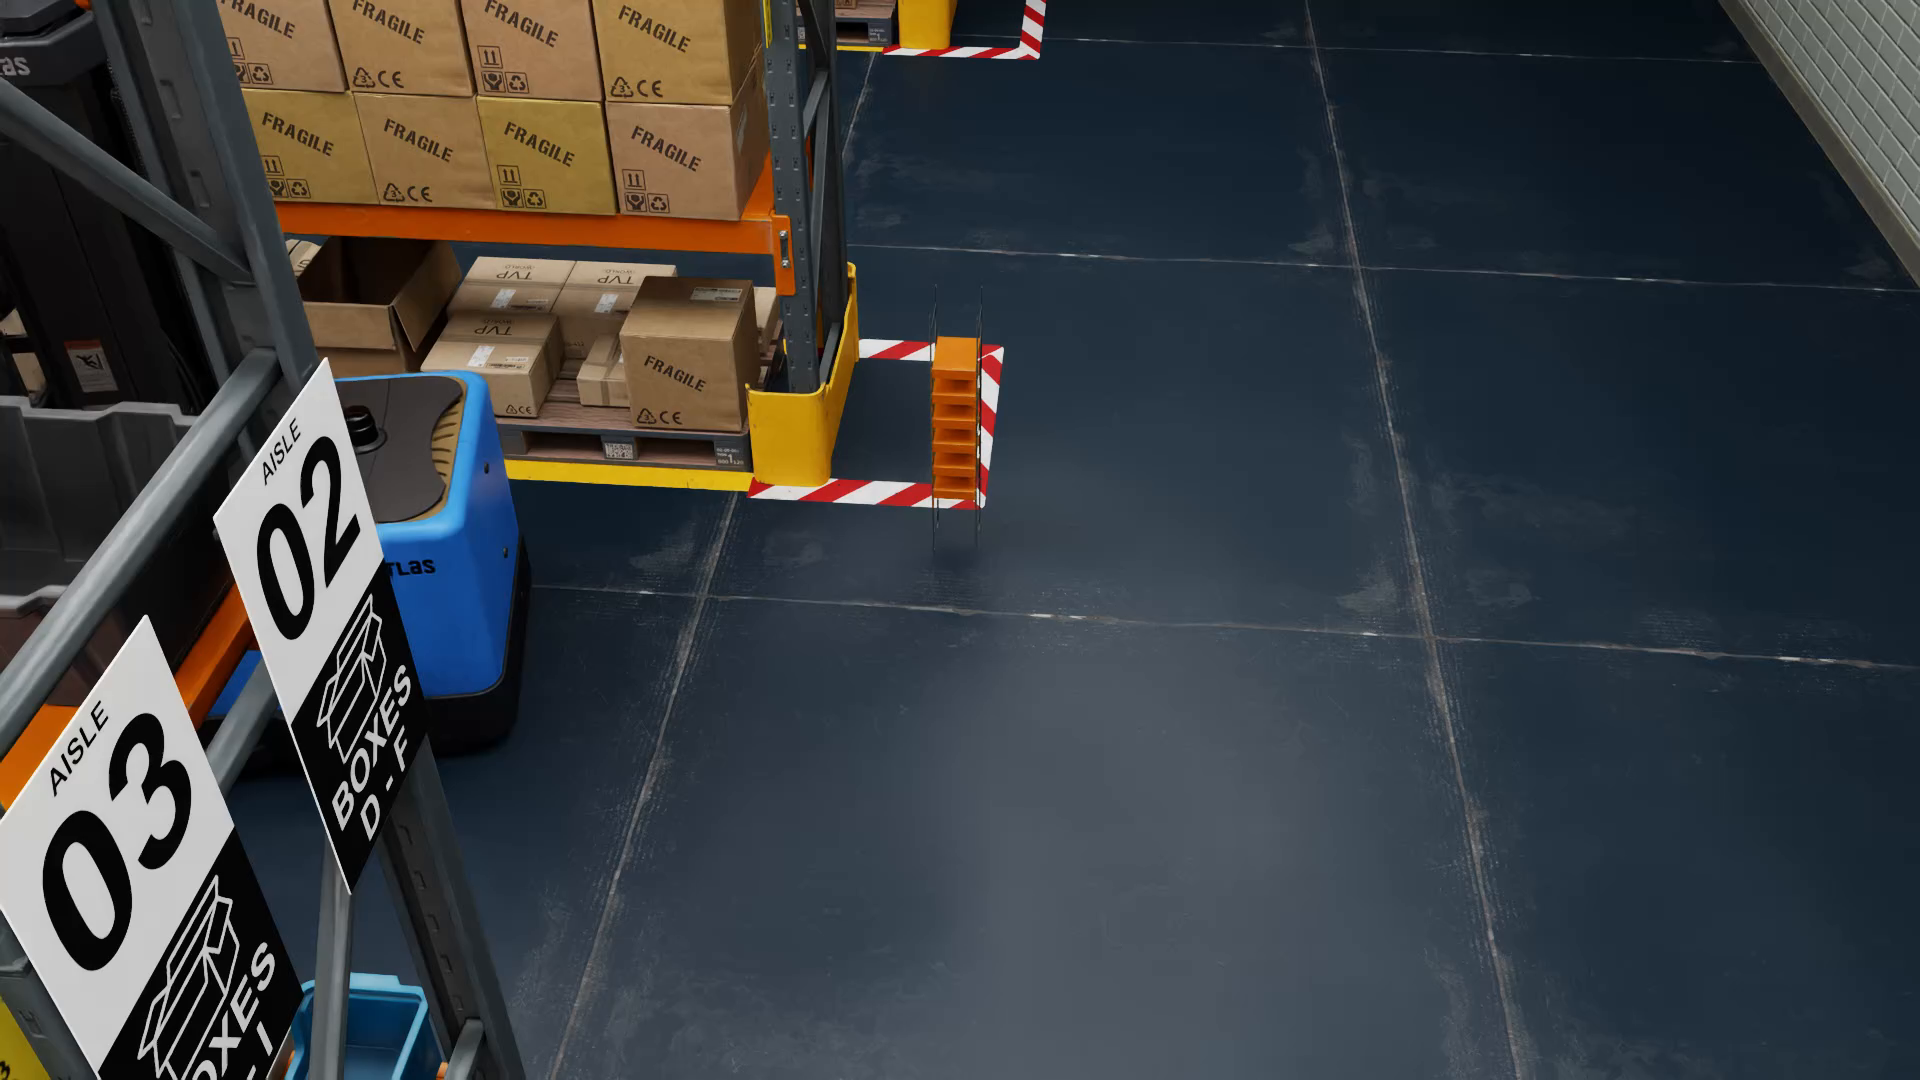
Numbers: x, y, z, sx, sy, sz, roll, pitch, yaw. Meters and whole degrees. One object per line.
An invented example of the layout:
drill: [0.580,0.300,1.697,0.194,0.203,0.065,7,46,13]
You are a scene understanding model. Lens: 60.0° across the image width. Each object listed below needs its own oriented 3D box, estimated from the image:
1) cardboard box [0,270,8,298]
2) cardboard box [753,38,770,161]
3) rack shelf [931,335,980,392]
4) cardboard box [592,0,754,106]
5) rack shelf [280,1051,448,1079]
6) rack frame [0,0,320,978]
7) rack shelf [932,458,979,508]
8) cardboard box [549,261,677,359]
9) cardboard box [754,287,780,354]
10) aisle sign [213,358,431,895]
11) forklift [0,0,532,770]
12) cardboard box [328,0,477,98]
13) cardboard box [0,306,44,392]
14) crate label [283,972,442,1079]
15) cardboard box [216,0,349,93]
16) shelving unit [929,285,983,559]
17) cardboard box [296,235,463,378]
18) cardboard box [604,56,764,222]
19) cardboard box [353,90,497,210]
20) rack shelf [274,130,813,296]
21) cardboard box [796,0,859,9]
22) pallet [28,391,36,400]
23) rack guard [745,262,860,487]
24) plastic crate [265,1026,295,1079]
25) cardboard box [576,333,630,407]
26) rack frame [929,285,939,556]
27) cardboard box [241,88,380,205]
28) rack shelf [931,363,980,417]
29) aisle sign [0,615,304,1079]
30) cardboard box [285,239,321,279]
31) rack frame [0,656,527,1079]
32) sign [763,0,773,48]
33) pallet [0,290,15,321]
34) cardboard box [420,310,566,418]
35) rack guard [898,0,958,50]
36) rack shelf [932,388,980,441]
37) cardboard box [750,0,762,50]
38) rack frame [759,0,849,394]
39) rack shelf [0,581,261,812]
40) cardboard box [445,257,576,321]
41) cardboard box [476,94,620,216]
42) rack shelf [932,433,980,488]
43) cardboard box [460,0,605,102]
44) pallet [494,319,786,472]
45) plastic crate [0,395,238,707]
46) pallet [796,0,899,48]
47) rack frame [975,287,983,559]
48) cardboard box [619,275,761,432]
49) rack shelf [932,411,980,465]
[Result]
cardboard box: [-5.094,-1.371,8.190,0.500,0.500,0.500,1,39,2]
cardboard box: [-1.068,-2.001,7.253,0.500,0.500,0.500,4,39,5]
rack shelf: [-0.014,-0.711,6.673,0.180,0.103,0.258,3,39,4]
cardboard box: [-1.116,-2.050,6.521,0.500,0.500,0.500,3,39,3]
rack shelf: [-3.072,1.513,3.585,4.000,0.370,1.077,3,39,4]
rack frame: [-1.079,-0.984,1.330,0.127,3.000,1.000,3,39,4]
rack shelf: [-0.014,-0.246,7.052,0.180,0.103,0.258,3,39,4]
cardboard box: [-1.664,-1.112,8.069,0.500,0.250,0.500,3,39,4]
cardboard box: [-1.036,-1.076,8.106,0.250,0.149,0.380,3,39,4]
aisle sign: [-0.982,0.152,2.628,0.004,0.787,0.394,3,39,4]
forklift: [-3.238,-0.544,5.597,3.031,2.935,1.130,-5,39,-6]
cardboard box: [-2.136,-2.102,6.585,0.500,0.500,0.500,4,39,5]
cardboard box: [-4.234,-0.959,7.833,0.500,0.311,0.500,3,39,4]
crate label: [-1.297,1.164,3.529,0.303,0.233,0.416,3,39,4]
cardboard box: [-2.648,-2.130,6.620,0.500,0.500,0.500,4,39,5]
shelving unit: [-0.014,-0.466,6.872,0.189,1.200,0.258,3,39,4]
cardboard box: [-2.761,-1.093,7.846,0.637,0.503,0.797,3,39,4]
cardboard box: [-1.118,-1.664,6.839,0.500,0.500,0.500,4,39,5]
cardboard box: [-2.132,-1.721,6.909,0.500,0.500,0.500,3,39,4]
rack shelf: [-2.641,-1.602,7.412,4.000,0.370,1.077,3,39,4]
cardboard box: [-0.931,-4.057,11.505,0.500,0.500,0.700,3,39,4]
pallet: [-3.949,-0.870,8.152,1.213,0.211,1.003,3,39,4]
rack guard: [-0.724,-0.807,7.845,0.348,0.500,1.175,3,39,4]
plastic crate: [-1.609,1.132,3.645,0.298,0.136,0.250,3,39,4]
cardboard box: [-1.607,-0.797,7.749,0.250,0.166,0.380,3,39,4]
rack frame: [-0.106,-0.471,6.878,0.006,1.200,0.240,3,39,4]
cardboard box: [-2.634,-1.748,6.943,0.500,0.500,0.500,3,39,3]
rack shelf: [-0.014,-0.618,6.749,0.180,0.103,0.258,3,39,4]
aisle sign: [-1.033,0.523,2.172,0.004,0.787,0.394,3,39,4]
cardboard box: [-3.294,-1.224,8.160,0.500,0.311,0.500,3,39,4]
rack frame: [-1.079,1.343,3.224,0.127,3.000,1.000,3,39,4]
sign: [-0.716,-1.996,6.158,0.005,0.325,0.100,3,39,4]
pallet: [-5.447,-0.929,8.224,1.213,0.211,1.003,3,39,4]
cardboard box: [-2.155,-0.822,7.713,0.500,0.250,0.500,3,39,4]
rack guard: [-0.201,-3.917,11.666,0.348,0.500,1.175,3,39,4]
rack shelf: [-0.014,-0.525,6.824,0.180,0.103,0.258,3,39,4]
cardboard box: [-1.068,-2.389,6.937,0.500,0.500,0.500,4,39,5]
rack frame: [-0.648,-1.772,7.051,0.127,3.000,1.000,3,39,4]
rack shelf: [-3.072,0.350,2.638,4.000,0.370,1.077,3,39,4]
cardboard box: [-2.162,-1.139,8.103,0.500,0.250,0.500,3,39,4]
cardboard box: [-1.635,-1.690,6.871,0.500,0.500,0.500,3,39,4]
rack shelf: [-0.014,-0.339,6.976,0.180,0.103,0.258,3,39,4]
cardboard box: [-1.619,-2.077,6.554,0.500,0.500,0.500,4,39,5]
pallet: [-1.518,-0.738,7.989,1.213,0.211,1.003,3,39,4]
plastic crate: [-1.439,0.034,2.560,0.590,0.269,0.497,3,39,4]
pallet: [-1.028,-3.801,11.752,1.213,0.211,1.003,3,39,4]
rack frame: [0.077,-0.461,6.866,0.006,1.200,0.240,3,39,4]
cardboard box: [-1.211,-0.848,7.547,0.500,0.500,0.500,3,39,4]
rack shelf: [-0.014,-0.432,6.900,0.180,0.103,0.258,3,39,4]
